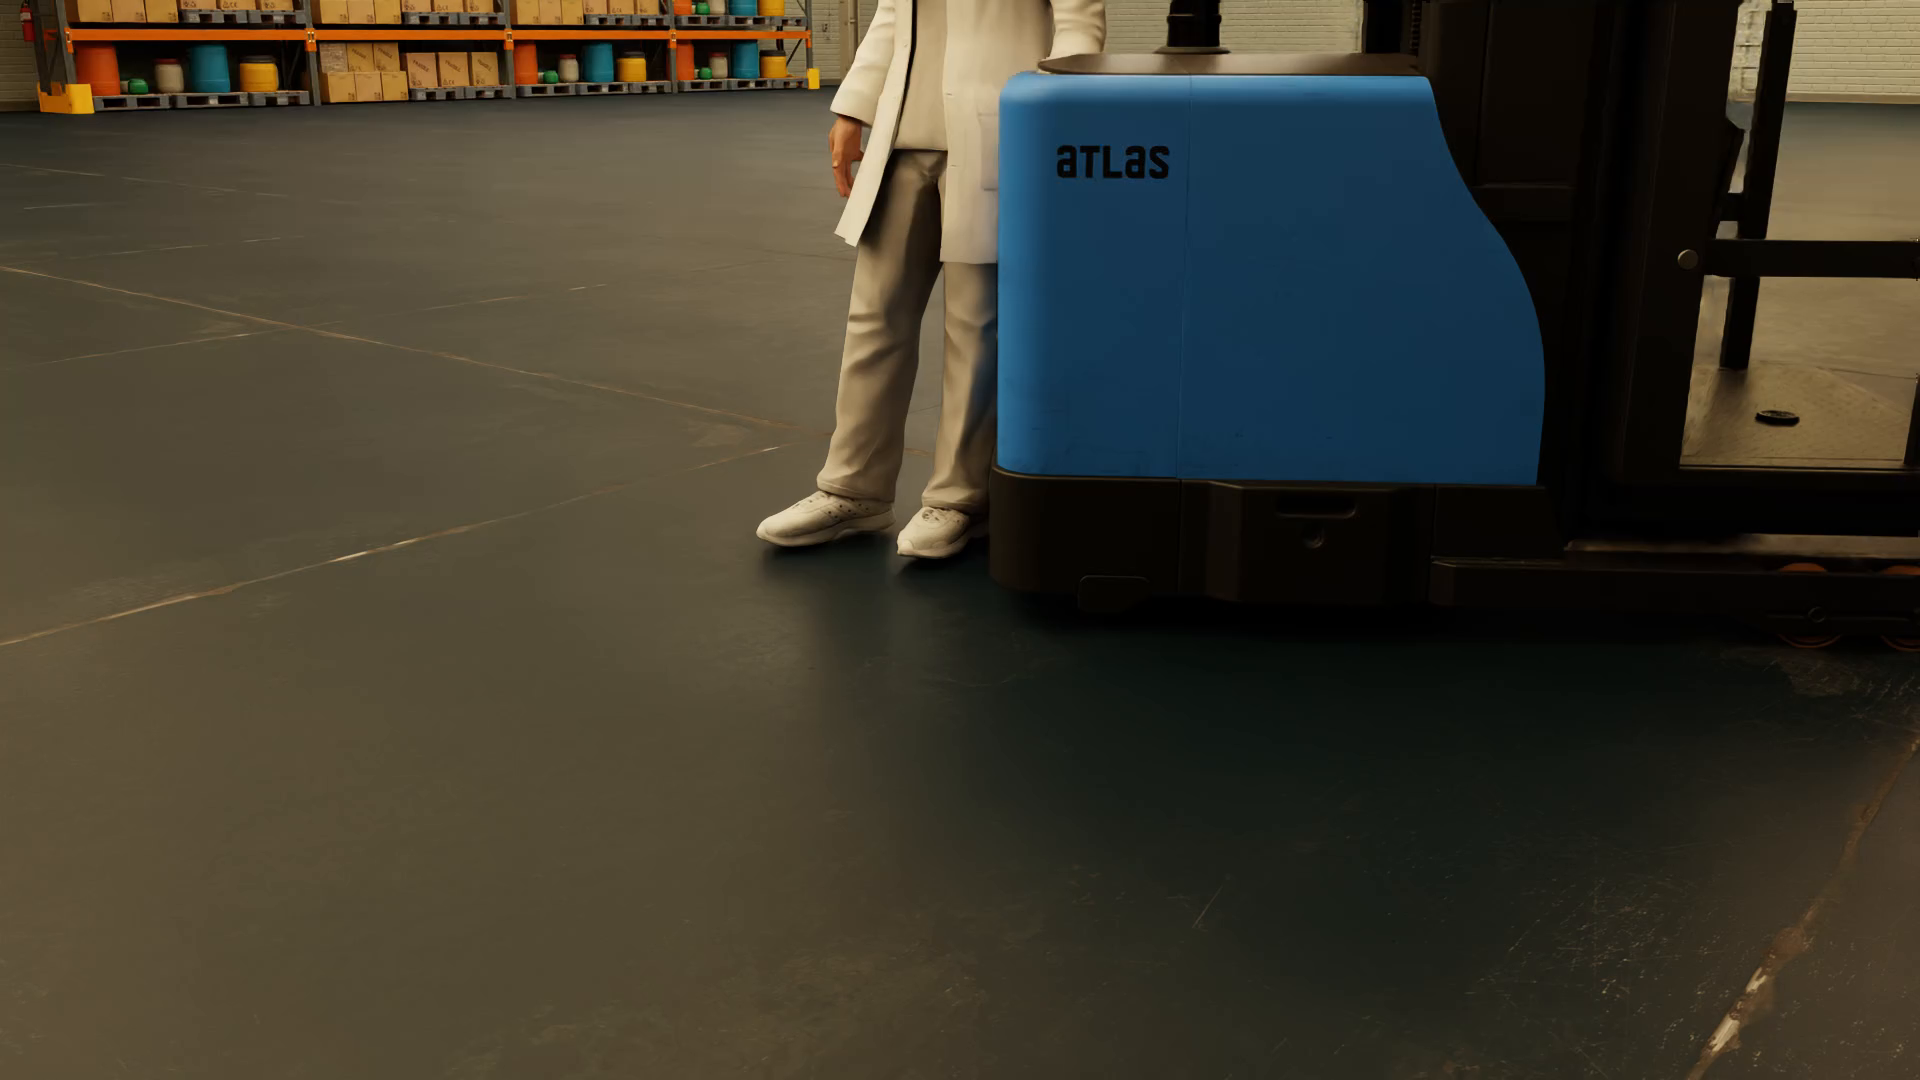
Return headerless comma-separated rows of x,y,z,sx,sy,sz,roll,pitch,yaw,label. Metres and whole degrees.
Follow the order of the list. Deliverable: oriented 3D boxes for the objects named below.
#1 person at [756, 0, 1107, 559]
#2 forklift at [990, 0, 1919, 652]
-0.061,-0.838,3.618,0.696,1.776,0.581,13,21,37,person
1.606,-1.346,3.331,3.031,2.935,1.130,1,17,4,forklift
